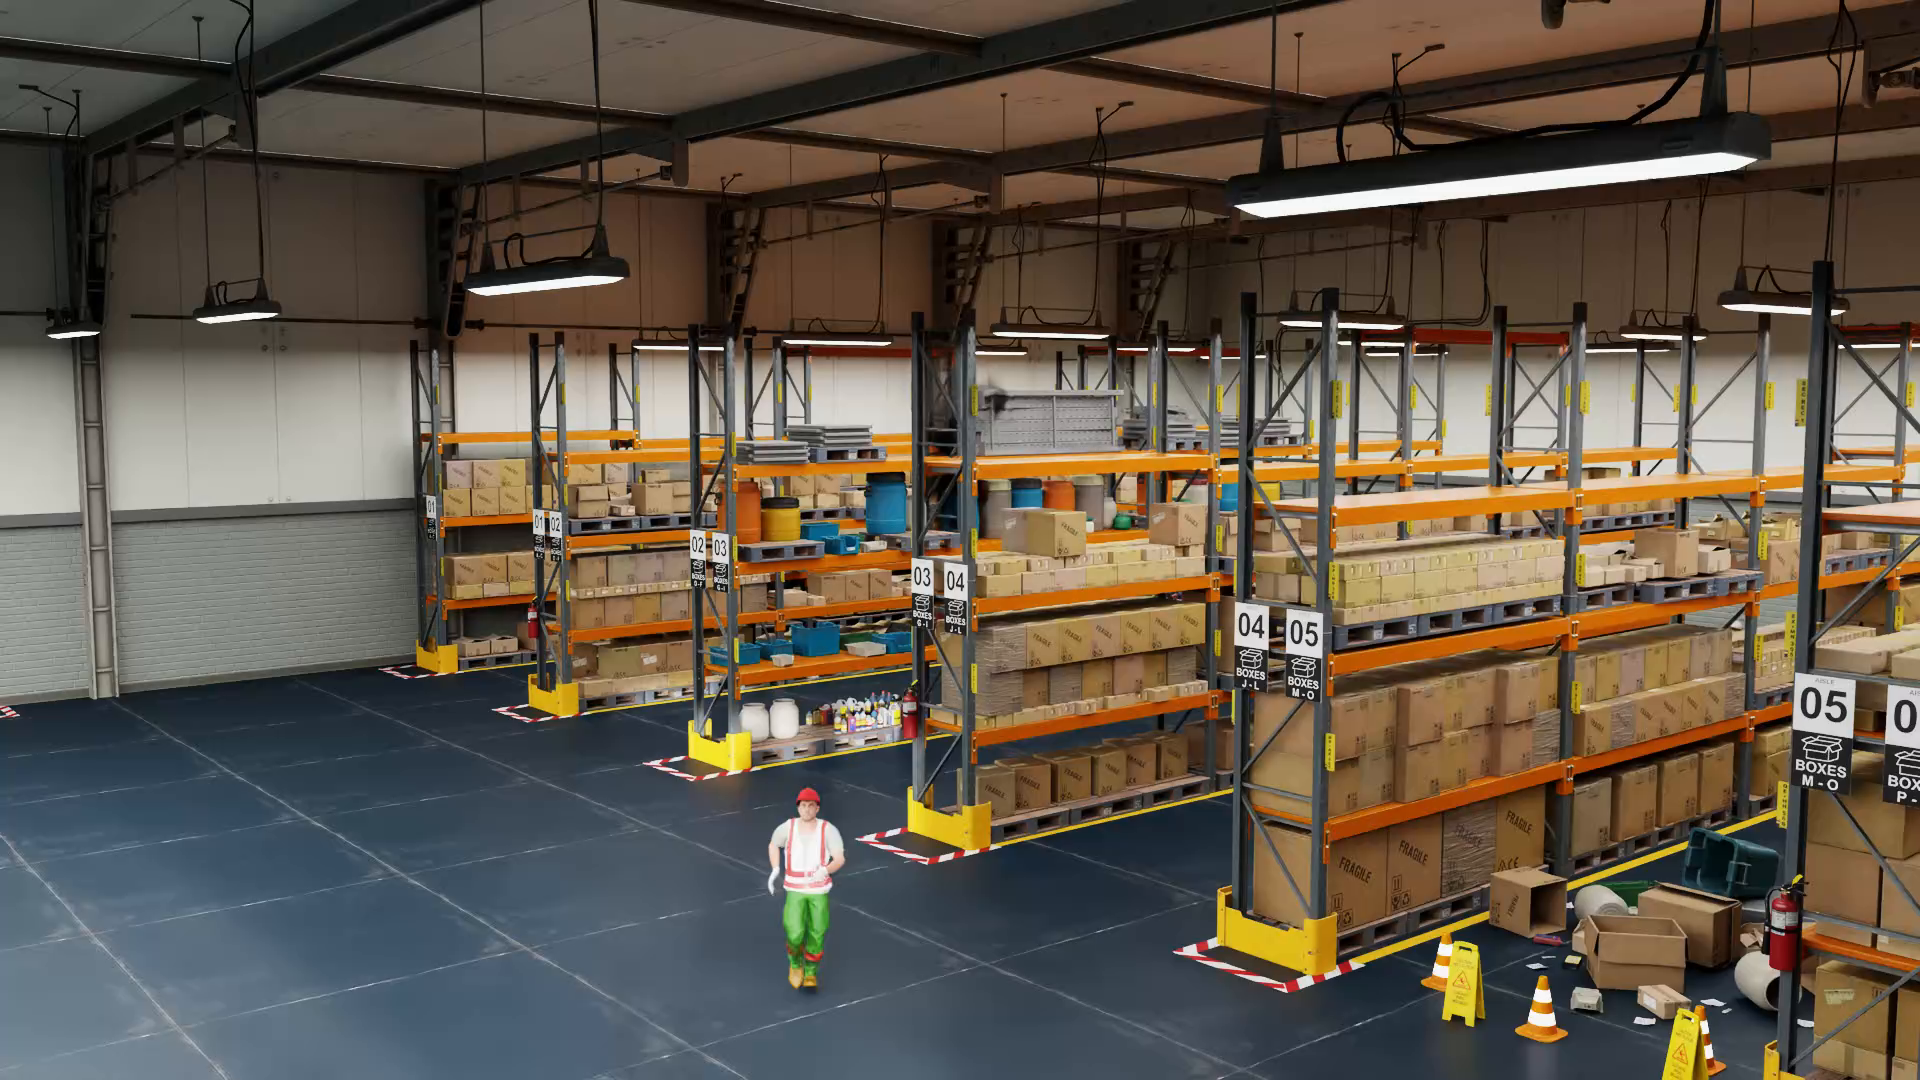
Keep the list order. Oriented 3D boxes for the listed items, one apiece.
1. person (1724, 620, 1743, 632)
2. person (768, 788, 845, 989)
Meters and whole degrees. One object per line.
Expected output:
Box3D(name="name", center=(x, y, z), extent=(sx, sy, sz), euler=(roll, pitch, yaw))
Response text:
Box3D(name="person", center=(11.310, 2.047, 24.358), extent=(0.679, 1.766, 0.668), euler=(-4, 6, -34))
Box3D(name="person", center=(-1.298, 2.974, 14.067), extent=(0.648, 1.742, 0.635), euler=(0, 5, -5))
